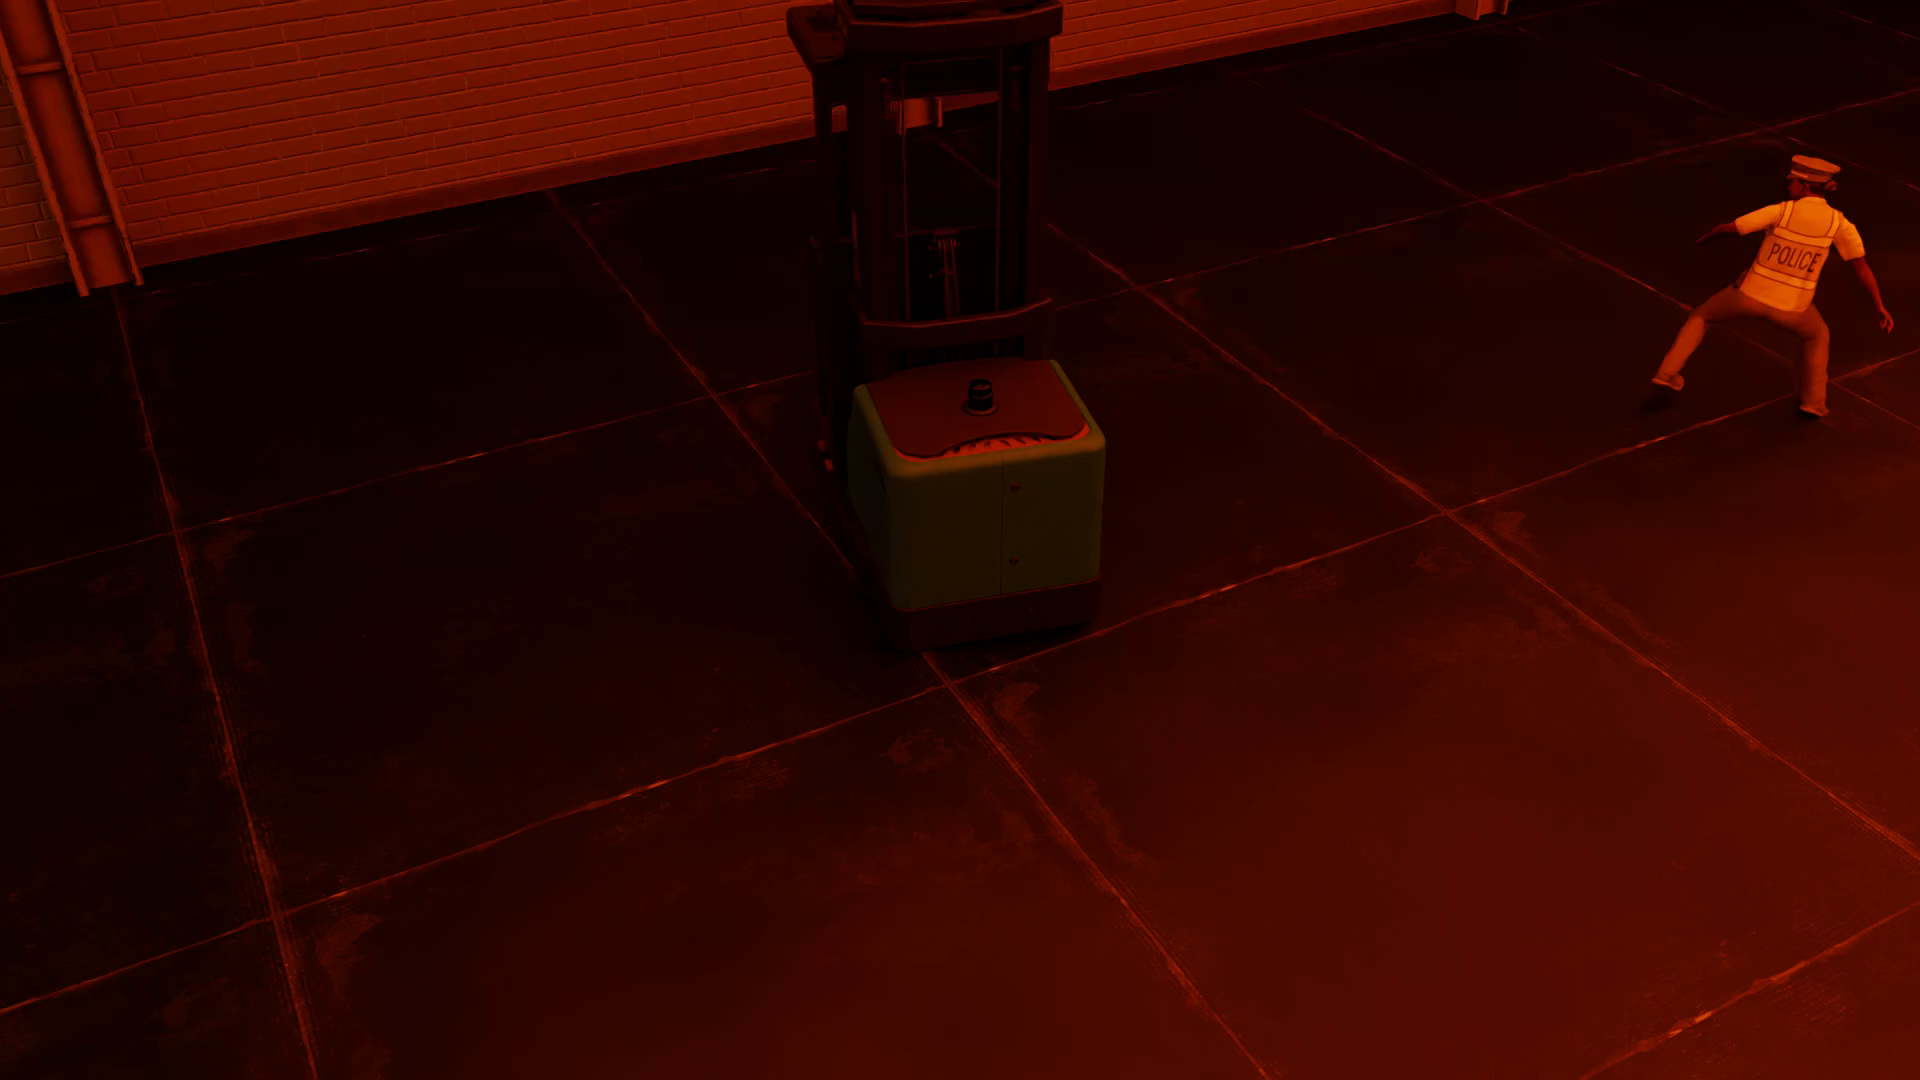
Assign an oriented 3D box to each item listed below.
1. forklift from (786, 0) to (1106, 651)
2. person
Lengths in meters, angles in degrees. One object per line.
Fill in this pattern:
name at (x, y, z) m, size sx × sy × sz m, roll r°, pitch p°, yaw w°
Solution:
forklift at (-0.196, -1.525, 8.281) m, size 1.130 × 2.935 × 3.031 m, roll -9°, pitch 36°, yaw -12°
person at (4.632, -1.360, 9.352) m, size 1.106 × 1.575 × 0.503 m, roll 15°, pitch 38°, yaw 21°
